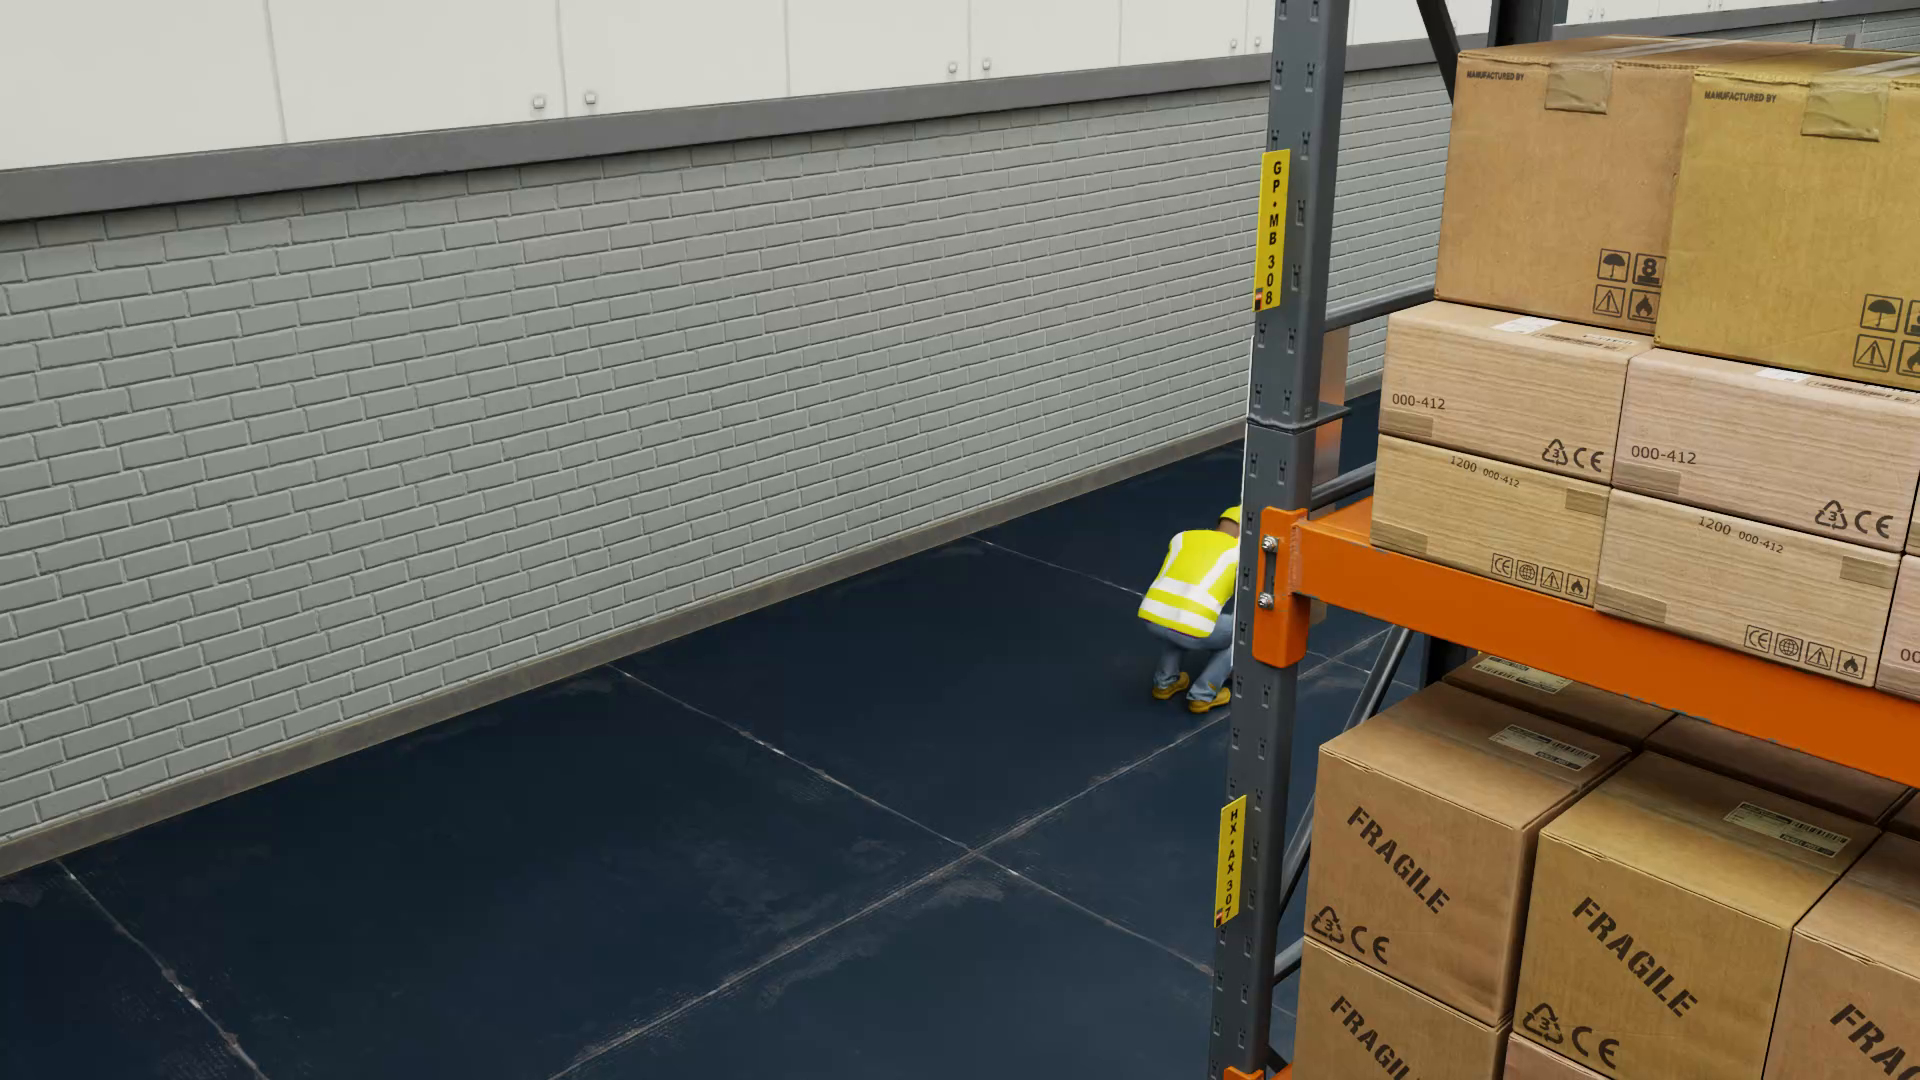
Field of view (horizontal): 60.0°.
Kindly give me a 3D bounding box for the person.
[{"bbox_3d":[1.331,0.370,9.162,0.584,0.995,0.878,19,27,41],"label":"person"}]
